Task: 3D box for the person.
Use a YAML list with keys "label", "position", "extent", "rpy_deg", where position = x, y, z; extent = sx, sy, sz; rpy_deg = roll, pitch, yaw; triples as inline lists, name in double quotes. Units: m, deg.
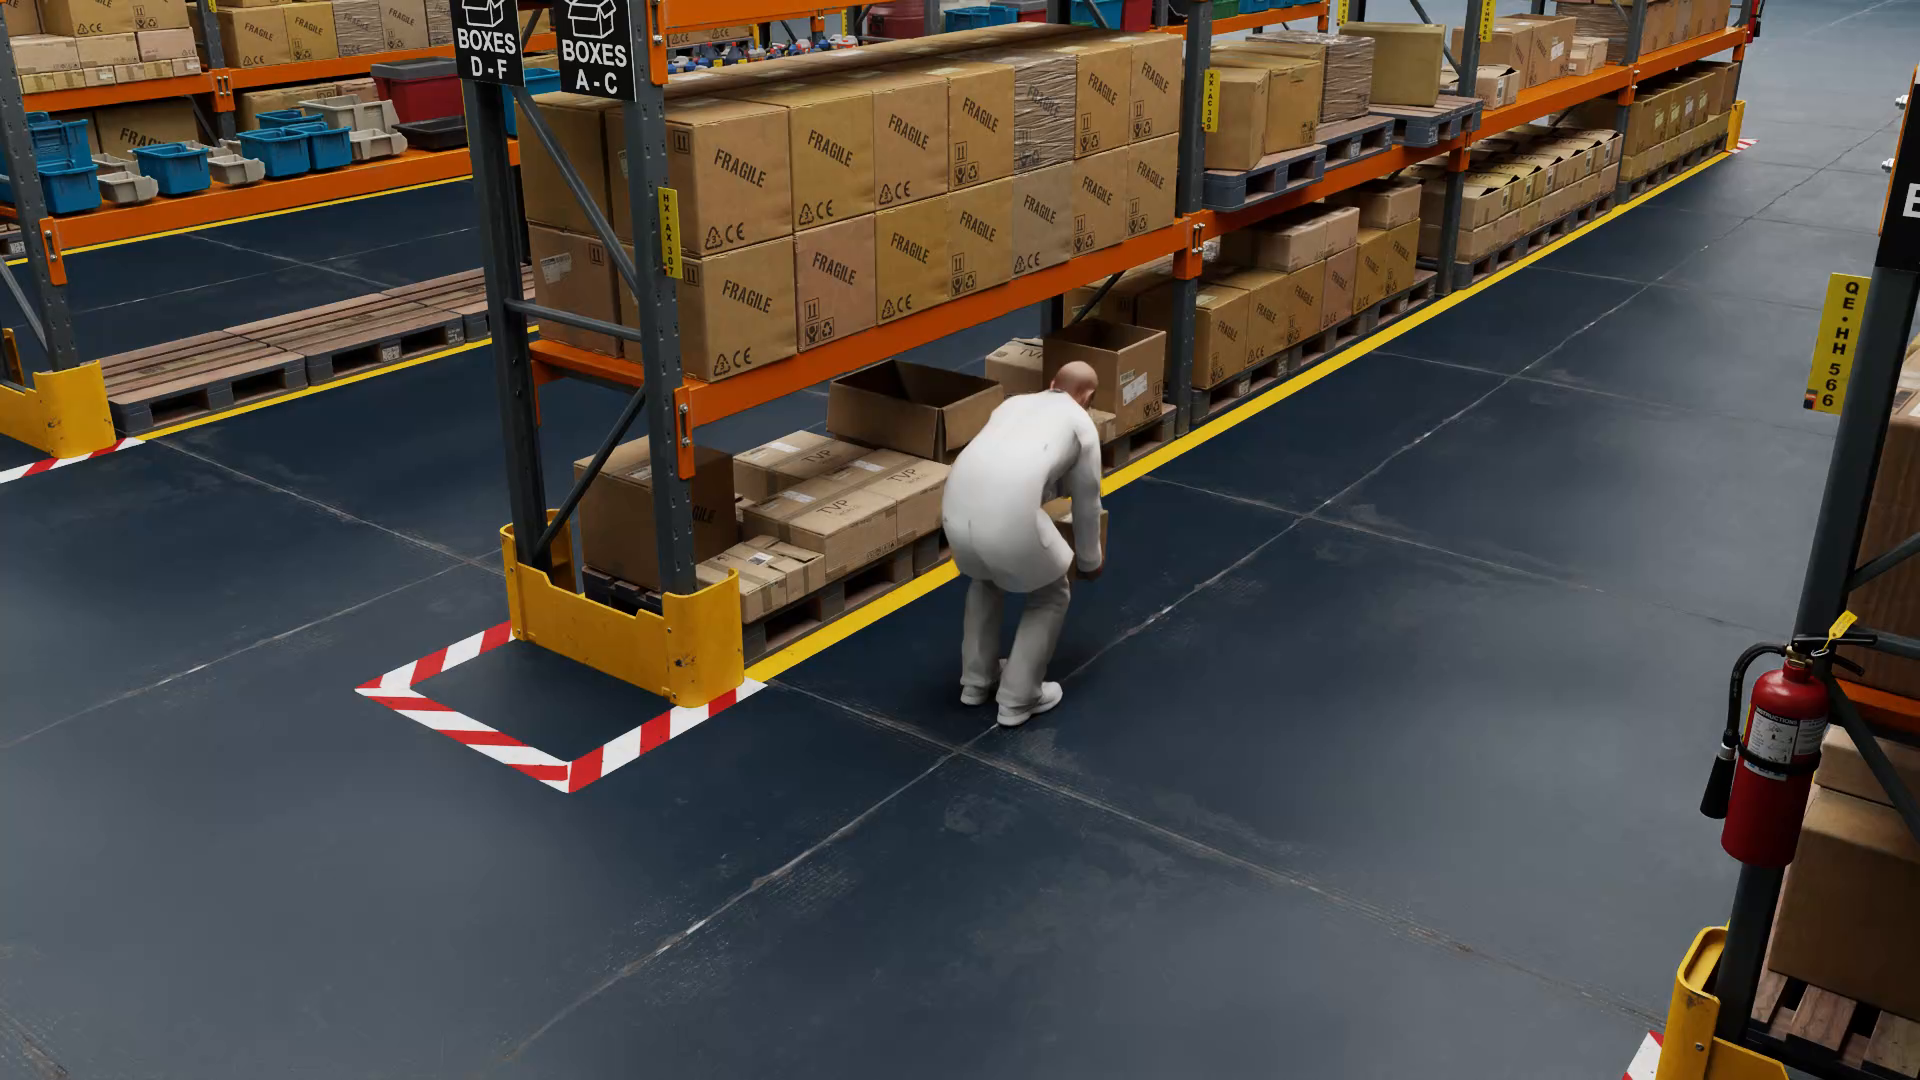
- label: "person"
  position: [0.290, 0.012, 6.711]
  extent: [0.561, 1.289, 0.900]
  rpy_deg: [15, 28, 32]
